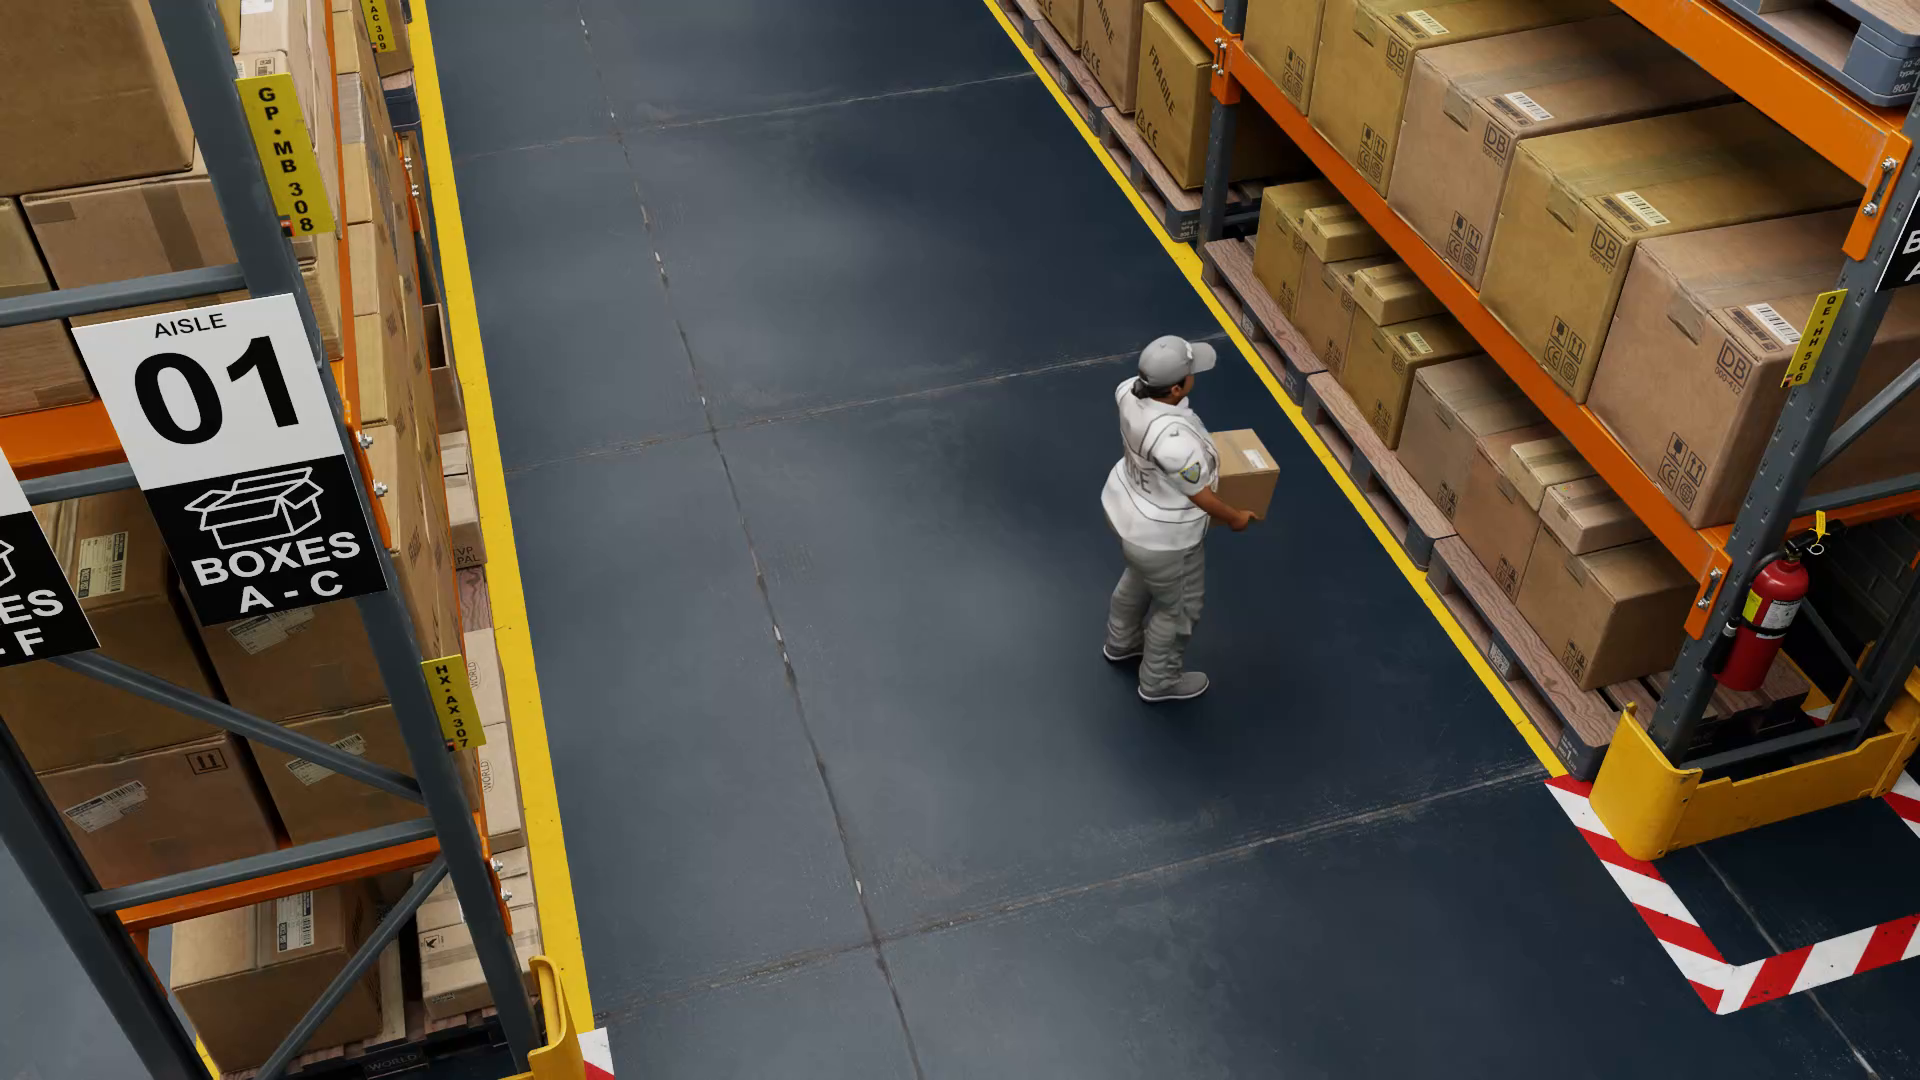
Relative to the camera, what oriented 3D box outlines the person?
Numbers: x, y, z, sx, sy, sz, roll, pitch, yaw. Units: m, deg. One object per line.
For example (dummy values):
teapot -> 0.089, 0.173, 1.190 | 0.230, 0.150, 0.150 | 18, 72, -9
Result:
person -> 0.811, -0.083, 6.256 | 0.539, 1.662, 0.452 | -12, 44, -13
